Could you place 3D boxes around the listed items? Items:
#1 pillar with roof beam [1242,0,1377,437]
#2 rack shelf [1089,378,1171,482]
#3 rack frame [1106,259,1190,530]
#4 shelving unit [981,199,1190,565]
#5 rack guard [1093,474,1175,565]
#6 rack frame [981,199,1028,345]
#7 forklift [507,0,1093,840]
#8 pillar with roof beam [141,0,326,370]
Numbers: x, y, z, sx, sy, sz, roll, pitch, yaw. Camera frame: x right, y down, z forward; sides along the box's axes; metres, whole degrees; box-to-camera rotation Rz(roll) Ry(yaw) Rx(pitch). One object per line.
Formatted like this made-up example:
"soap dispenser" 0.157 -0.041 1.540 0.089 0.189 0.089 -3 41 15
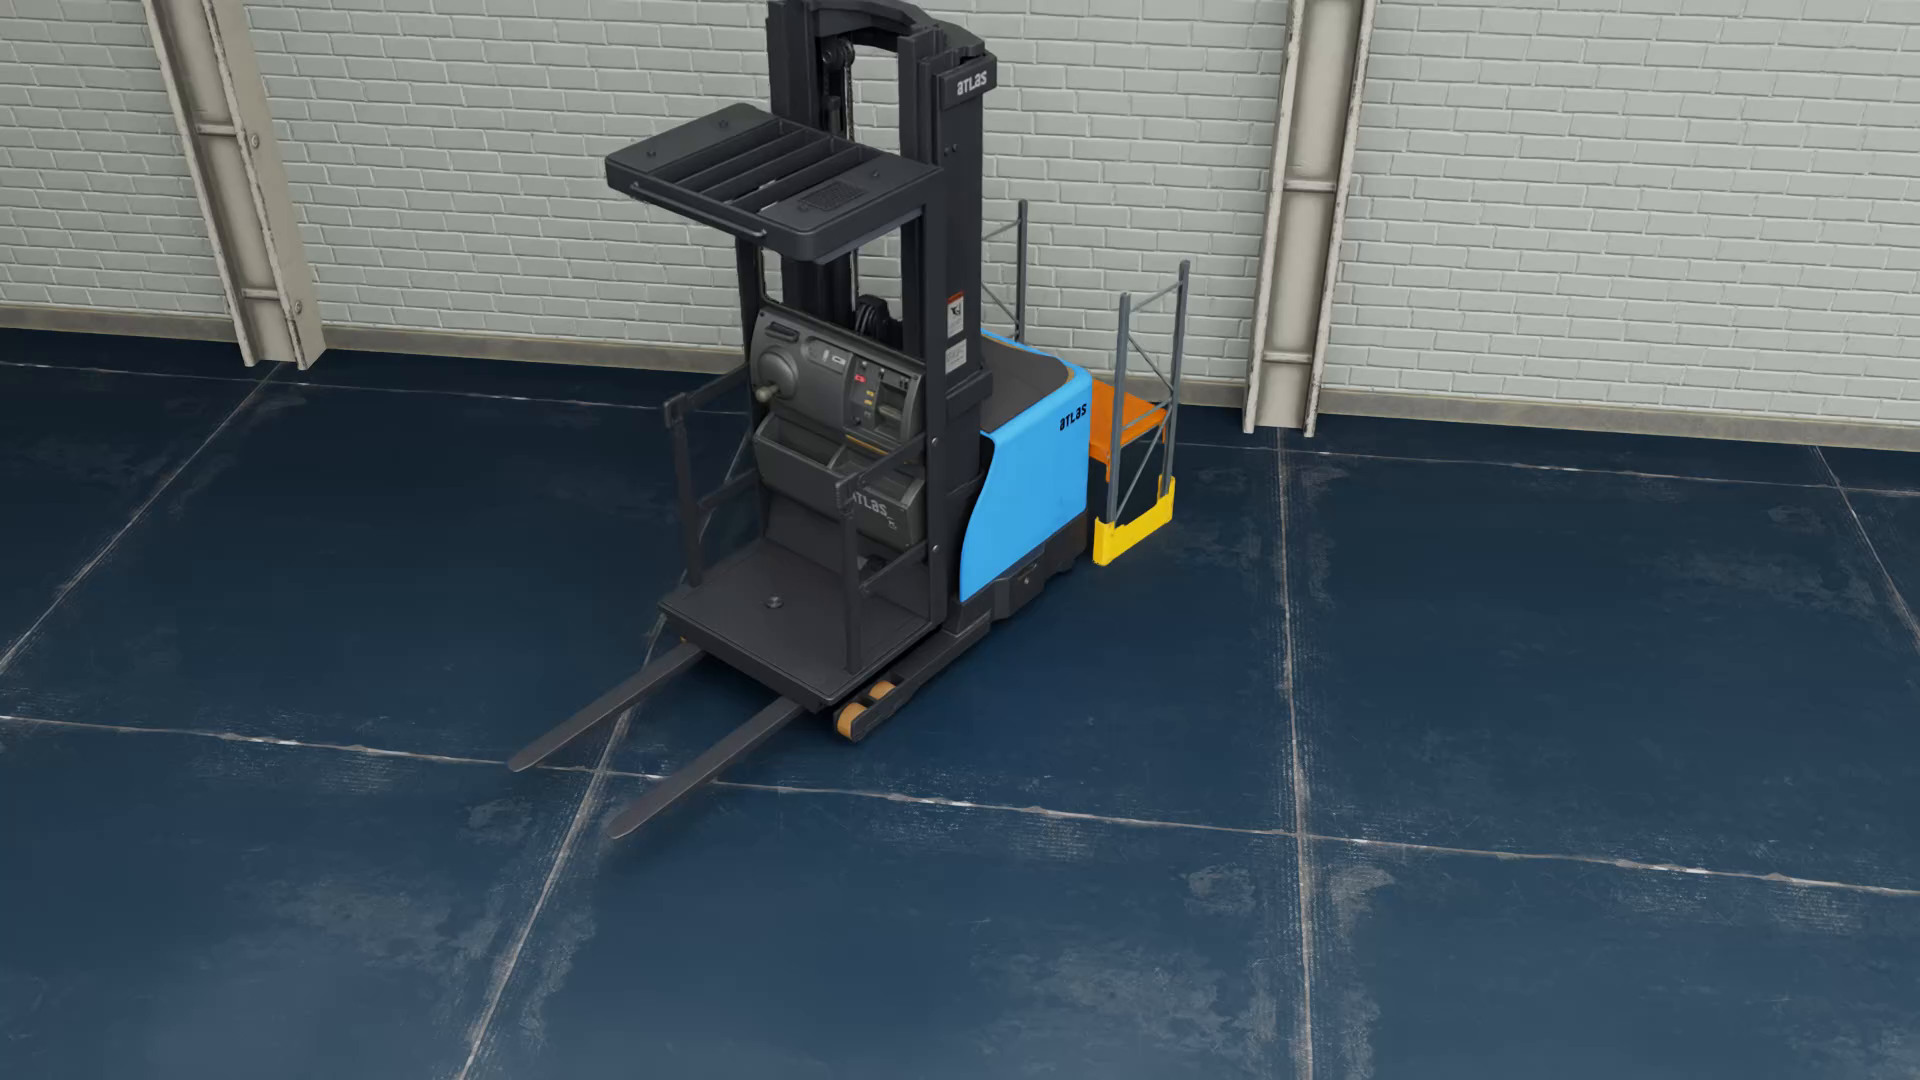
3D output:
"pillar with roof beam" 1.279 -1.868 3.478 0.400 9.000 9.100 4 36 6
"rack shelf" 0.538 -0.665 8.557 1.000 0.185 0.538 28 44 34
"rack frame" 0.911 -0.611 8.171 0.032 1.500 0.500 28 44 34
"shelving unit" 0.531 -0.815 8.458 1.083 1.500 0.587 28 44 34
"rack guard" 0.897 -0.110 8.545 0.087 0.250 0.587 28 44 34
"rack frame" 0.165 -1.012 8.733 0.032 1.500 0.500 28 44 34
"forklift" -0.672 -0.634 6.972 1.130 2.935 3.031 25 43 31
"pillar with roof beam" -4.673 -2.312 4.100 0.400 9.000 9.100 4 36 6
